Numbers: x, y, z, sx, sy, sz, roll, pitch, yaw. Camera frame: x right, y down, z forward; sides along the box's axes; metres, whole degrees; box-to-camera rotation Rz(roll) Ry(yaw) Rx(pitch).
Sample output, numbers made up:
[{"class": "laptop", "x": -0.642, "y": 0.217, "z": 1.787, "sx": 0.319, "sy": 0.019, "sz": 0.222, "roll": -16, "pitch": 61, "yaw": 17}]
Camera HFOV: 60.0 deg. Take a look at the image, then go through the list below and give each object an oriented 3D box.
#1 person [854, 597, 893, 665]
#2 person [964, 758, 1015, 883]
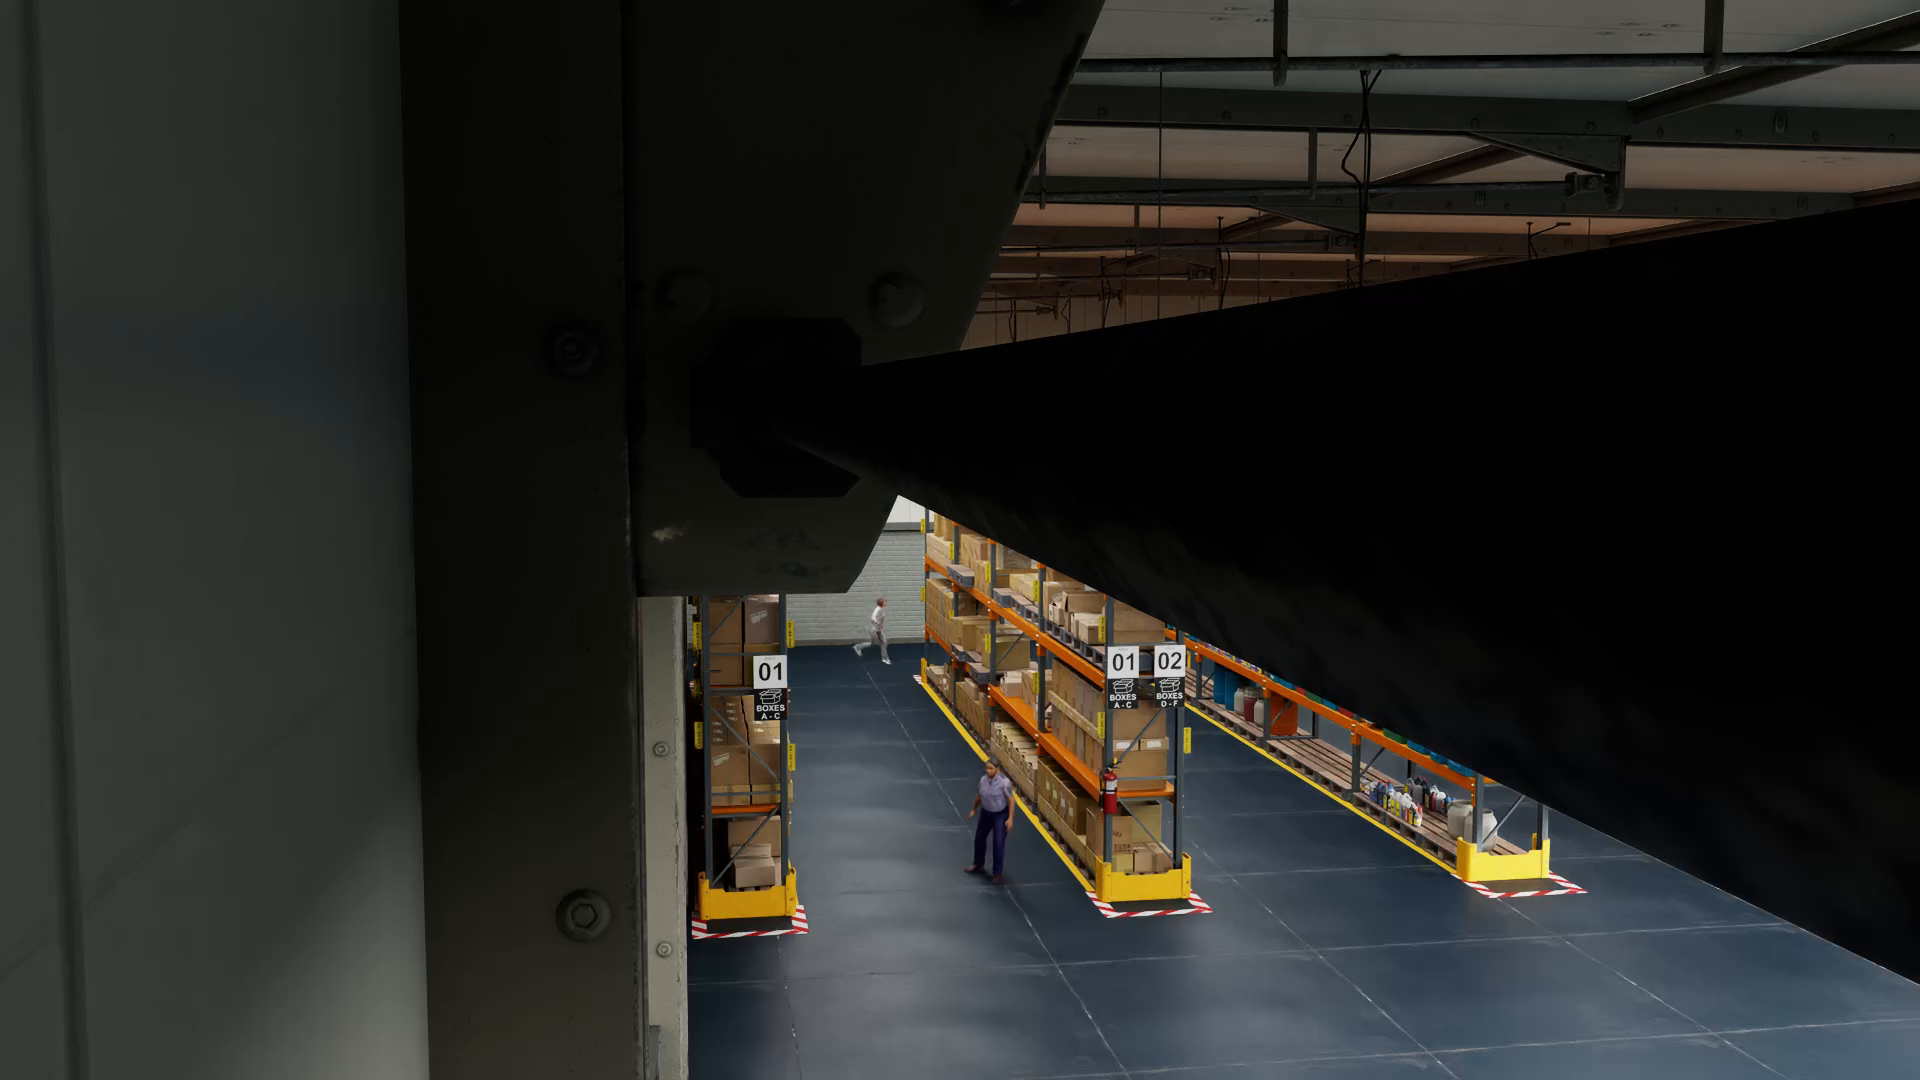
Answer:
[{"class": "person", "x": -2.015, "y": 2.139, "z": 39.010, "sx": 0.931, "sy": 1.572, "sz": 0.542, "roll": 2, "pitch": 5, "yaw": 17}, {"class": "person", "x": 0.408, "y": 3.644, "z": 21.768, "sx": 0.813, "sy": 1.638, "sz": 0.501, "roll": 3, "pitch": 6, "yaw": 28}]
